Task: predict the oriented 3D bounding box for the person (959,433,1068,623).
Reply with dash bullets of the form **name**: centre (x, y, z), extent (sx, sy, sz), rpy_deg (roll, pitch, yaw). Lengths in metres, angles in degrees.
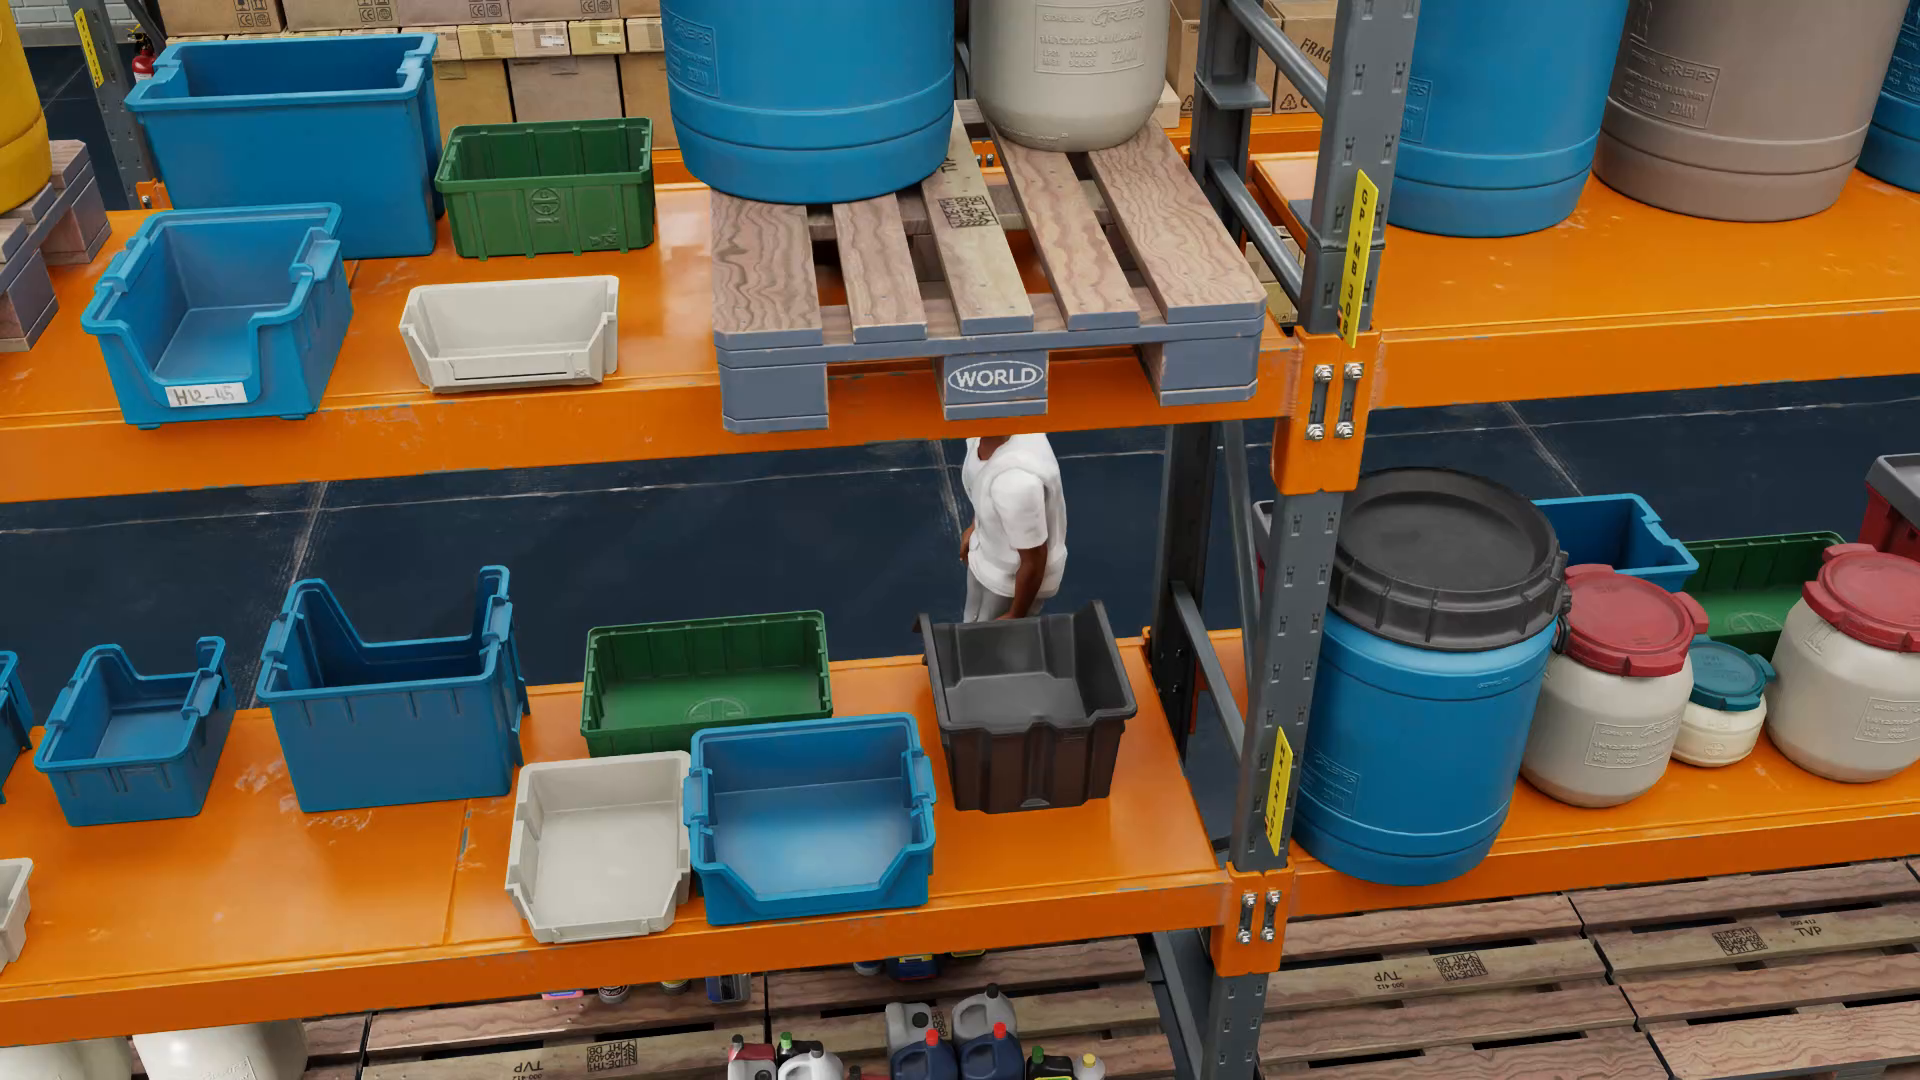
- **person**: centre (0.133, 0.109, 5.971), extent (0.462, 1.759, 0.633), rpy_deg (-6, 35, -9)
